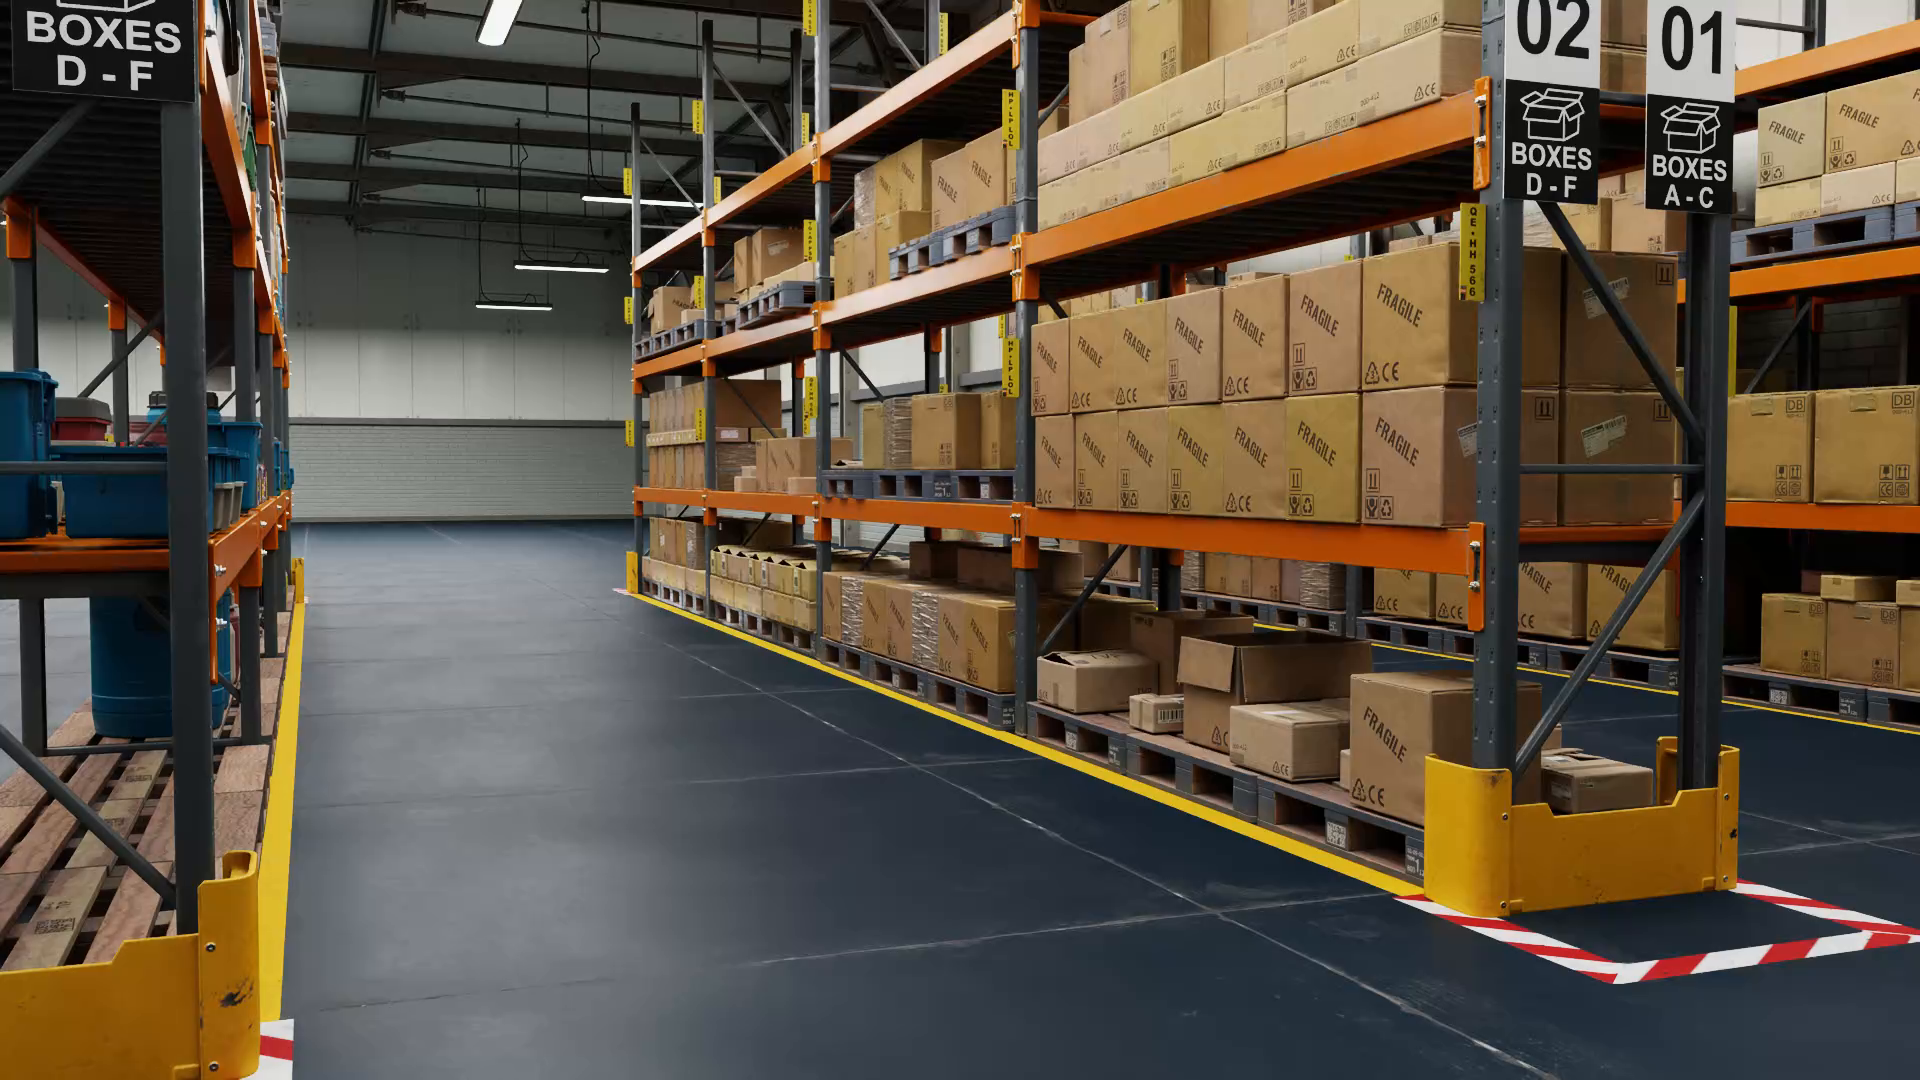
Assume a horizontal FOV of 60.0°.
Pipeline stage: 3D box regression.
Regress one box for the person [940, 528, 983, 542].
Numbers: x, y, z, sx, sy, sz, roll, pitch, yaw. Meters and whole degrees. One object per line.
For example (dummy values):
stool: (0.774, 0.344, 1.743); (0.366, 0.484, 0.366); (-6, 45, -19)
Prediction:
person: (0.034, 0.174, 18.335); (0.683, 1.149, 0.511); (-1, 3, -21)
